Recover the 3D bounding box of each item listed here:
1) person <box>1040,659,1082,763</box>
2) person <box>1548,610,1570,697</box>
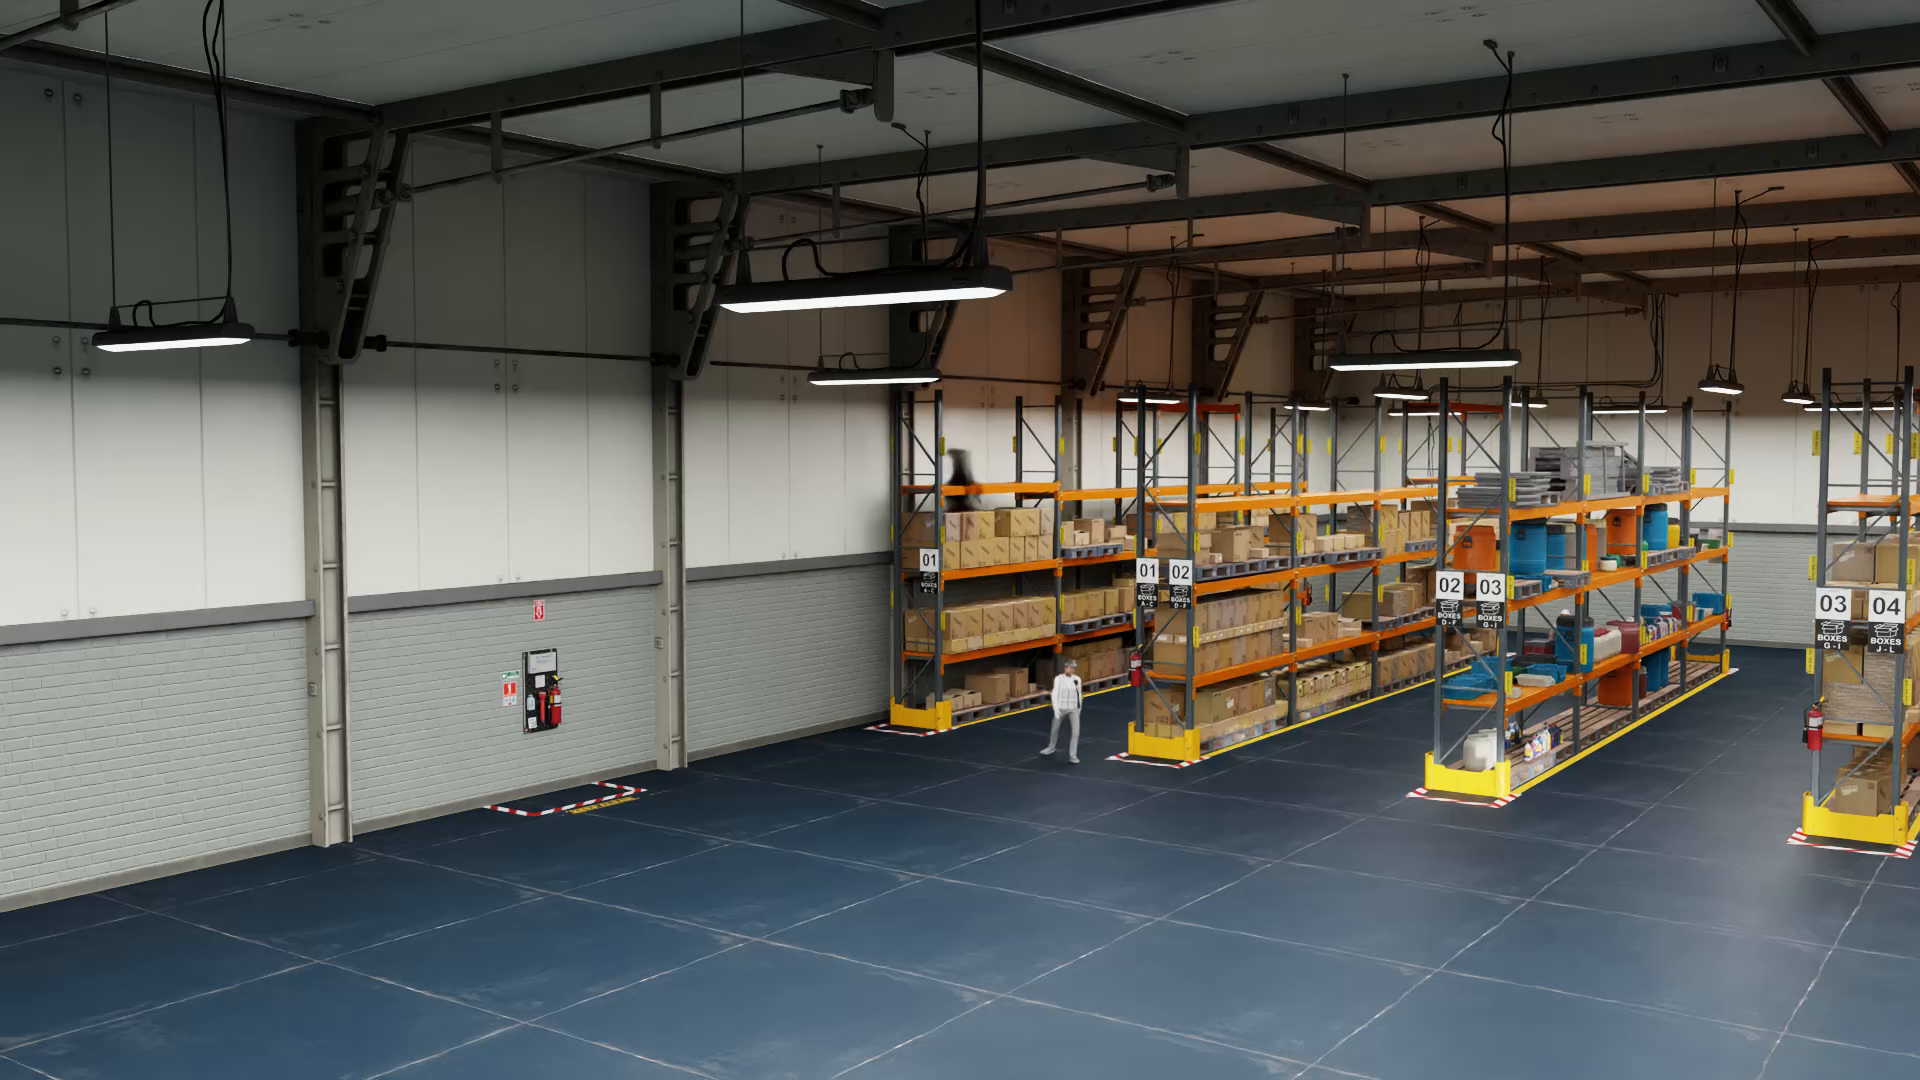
[{"bbox_3d":[1.618,2.686,26.459,0.661,1.625,0.792,0,3,0],"label":"person"},{"bbox_3d":[12.191,2.263,33.506,0.661,1.735,0.676,1,4,24],"label":"person"}]
